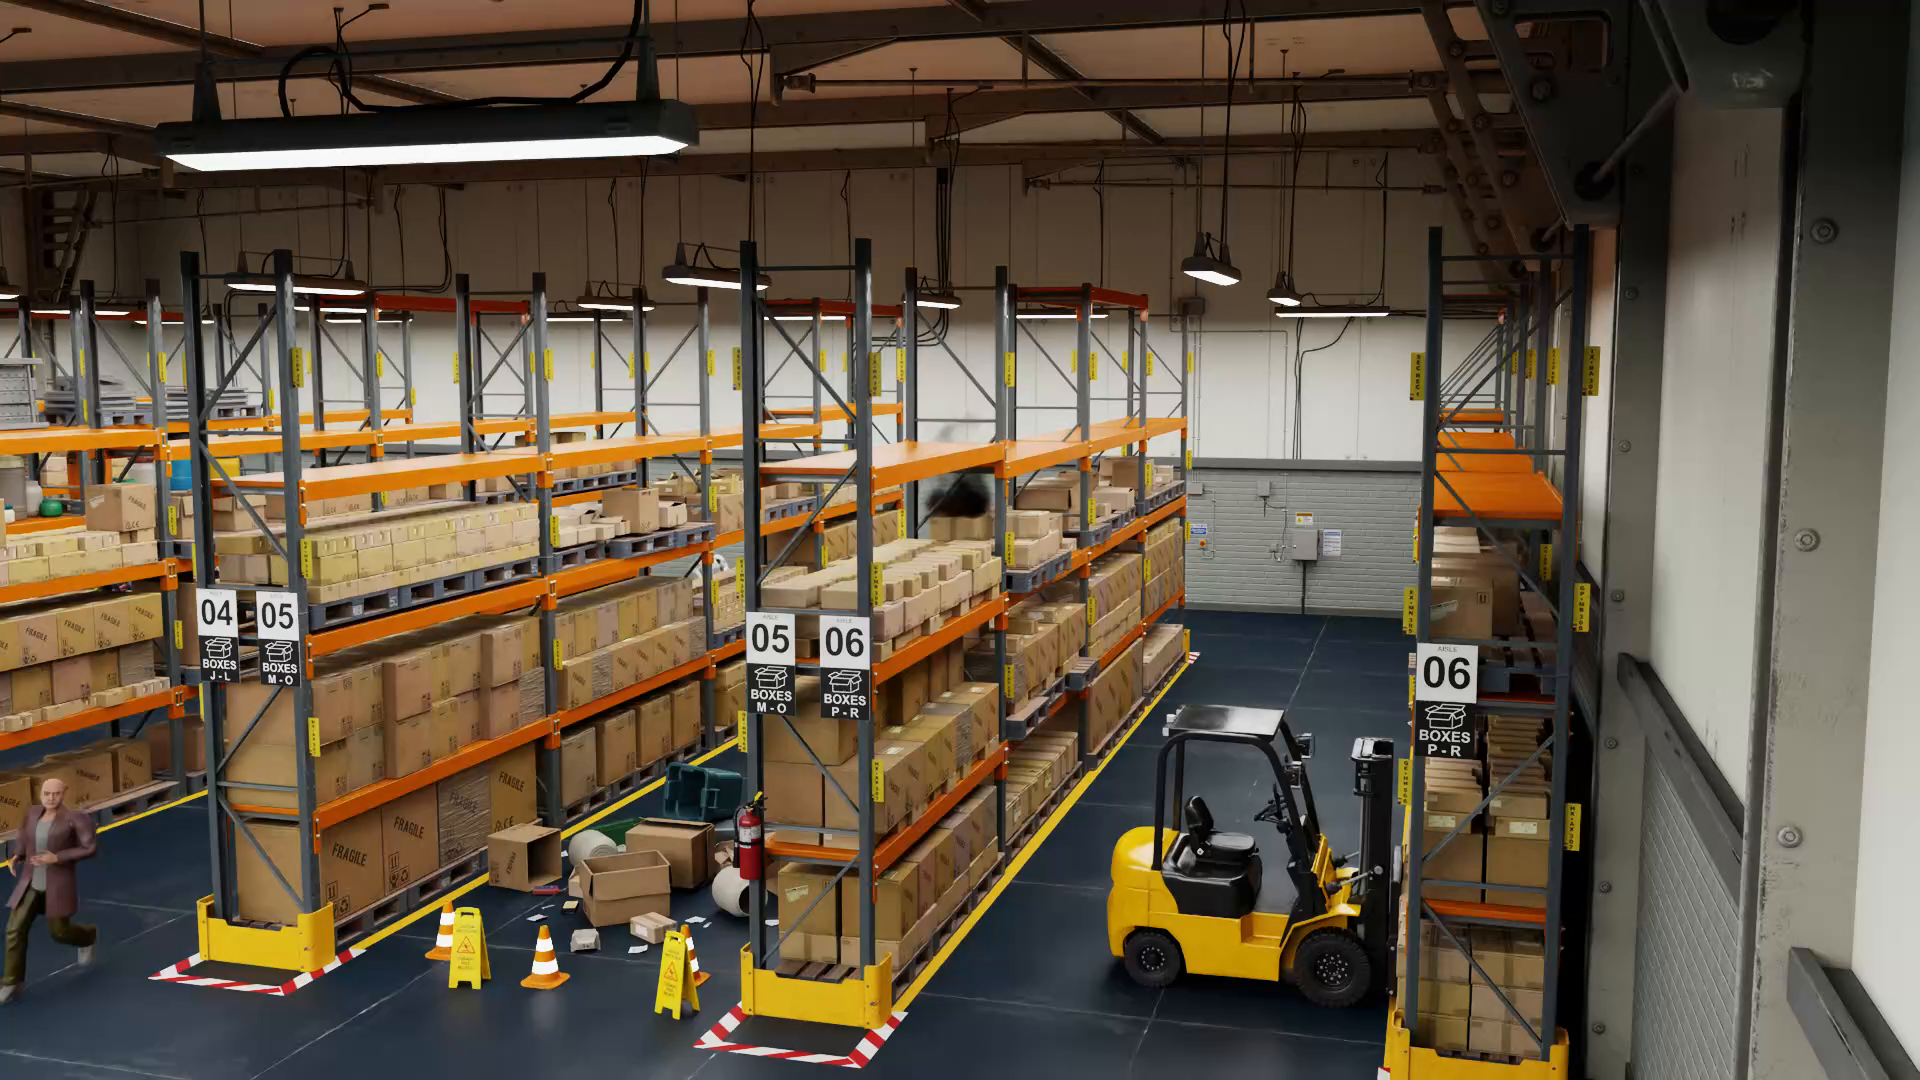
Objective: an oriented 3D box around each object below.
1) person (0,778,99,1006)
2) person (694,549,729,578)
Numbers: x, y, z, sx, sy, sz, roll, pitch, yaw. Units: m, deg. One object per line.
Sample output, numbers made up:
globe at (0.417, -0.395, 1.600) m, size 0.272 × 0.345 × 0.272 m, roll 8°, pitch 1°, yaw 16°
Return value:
person at (-7.400, 2.808, 13.588) m, size 0.733 × 1.756 × 0.964 m, roll 0°, pitch 6°, yaw 1°
person at (-4.622, 0.861, 31.194) m, size 0.619 × 1.706 × 0.671 m, roll -4°, pitch 7°, yaw -30°
